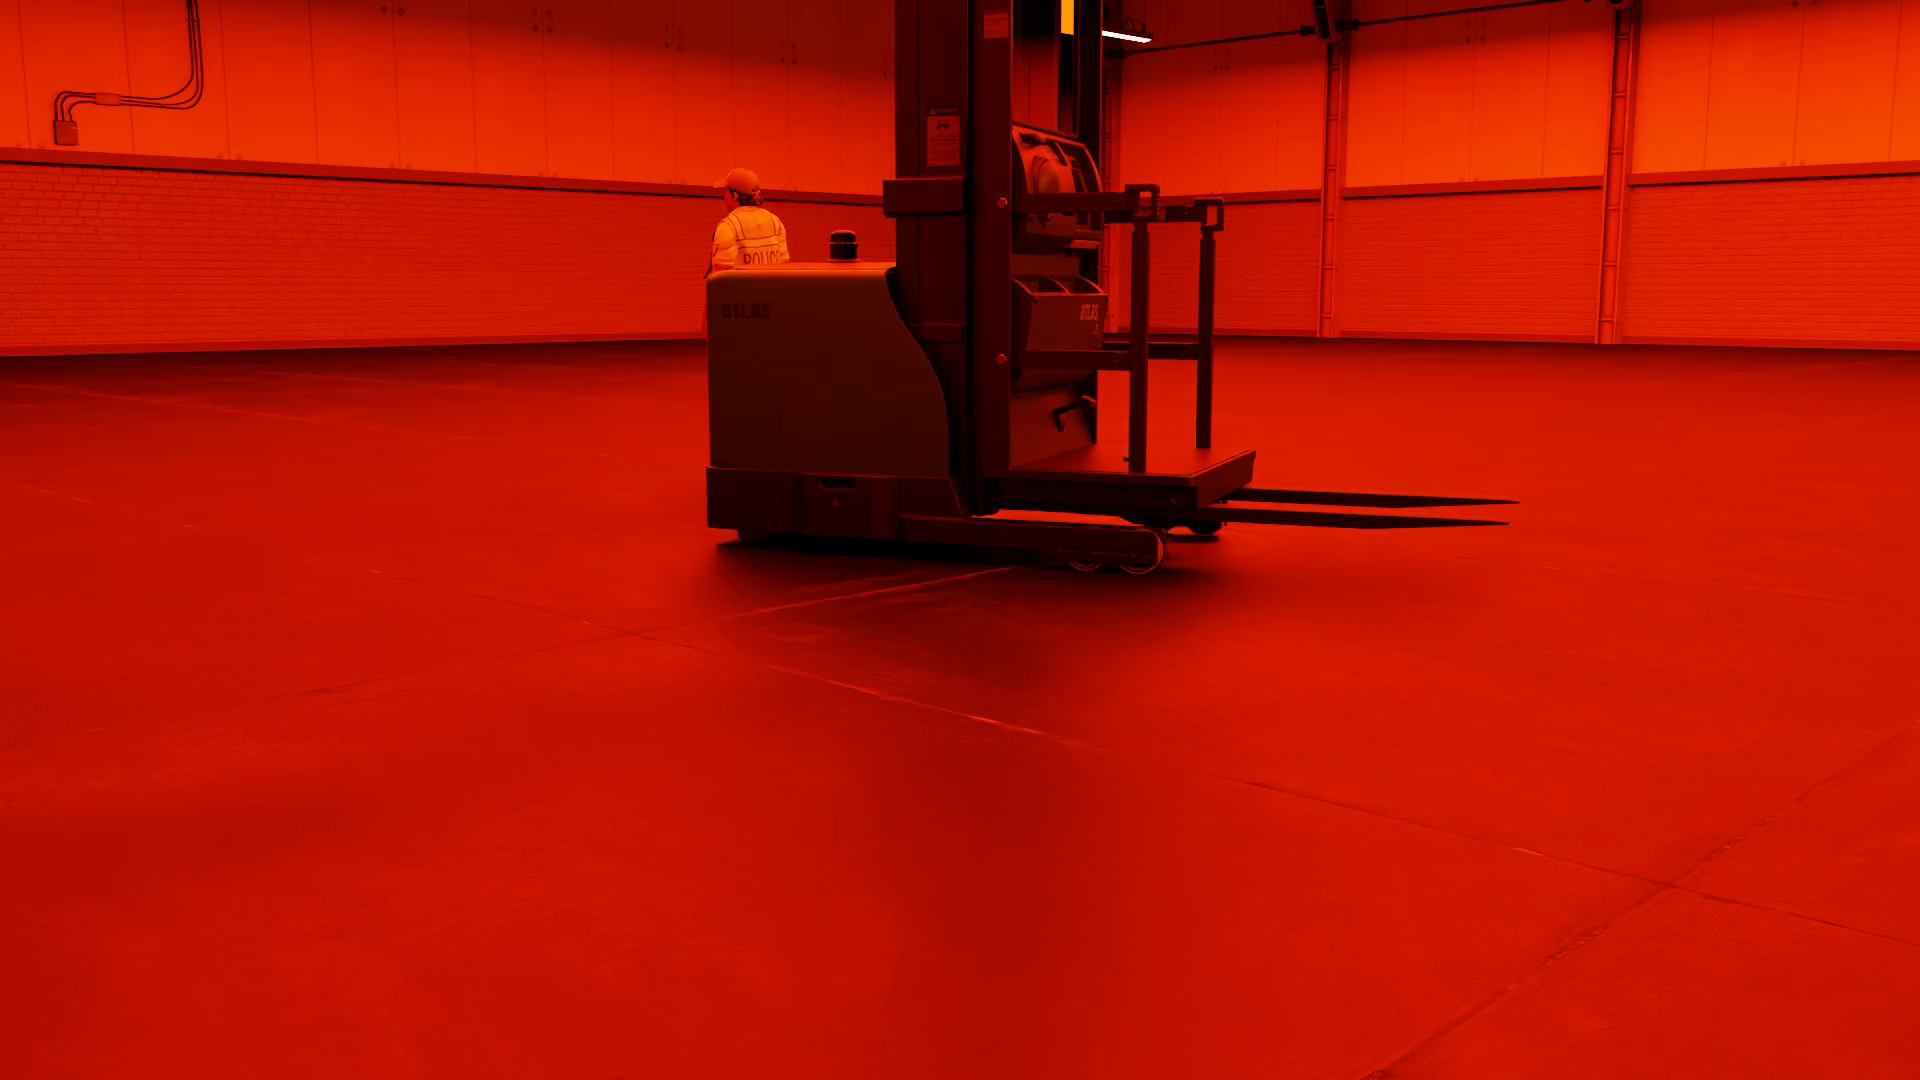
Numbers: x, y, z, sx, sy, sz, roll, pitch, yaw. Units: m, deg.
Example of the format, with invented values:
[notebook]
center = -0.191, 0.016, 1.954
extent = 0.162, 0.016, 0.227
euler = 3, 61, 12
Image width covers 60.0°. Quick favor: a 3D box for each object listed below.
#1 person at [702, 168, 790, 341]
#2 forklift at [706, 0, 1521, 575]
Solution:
[person]
center = -1.266, -1.277, 9.555
extent = 0.529, 1.670, 0.598
euler = 8, 12, 44
[forklift]
center = 0.565, -1.416, 6.275
extent = 3.031, 2.935, 1.130
euler = 3, 9, 22
